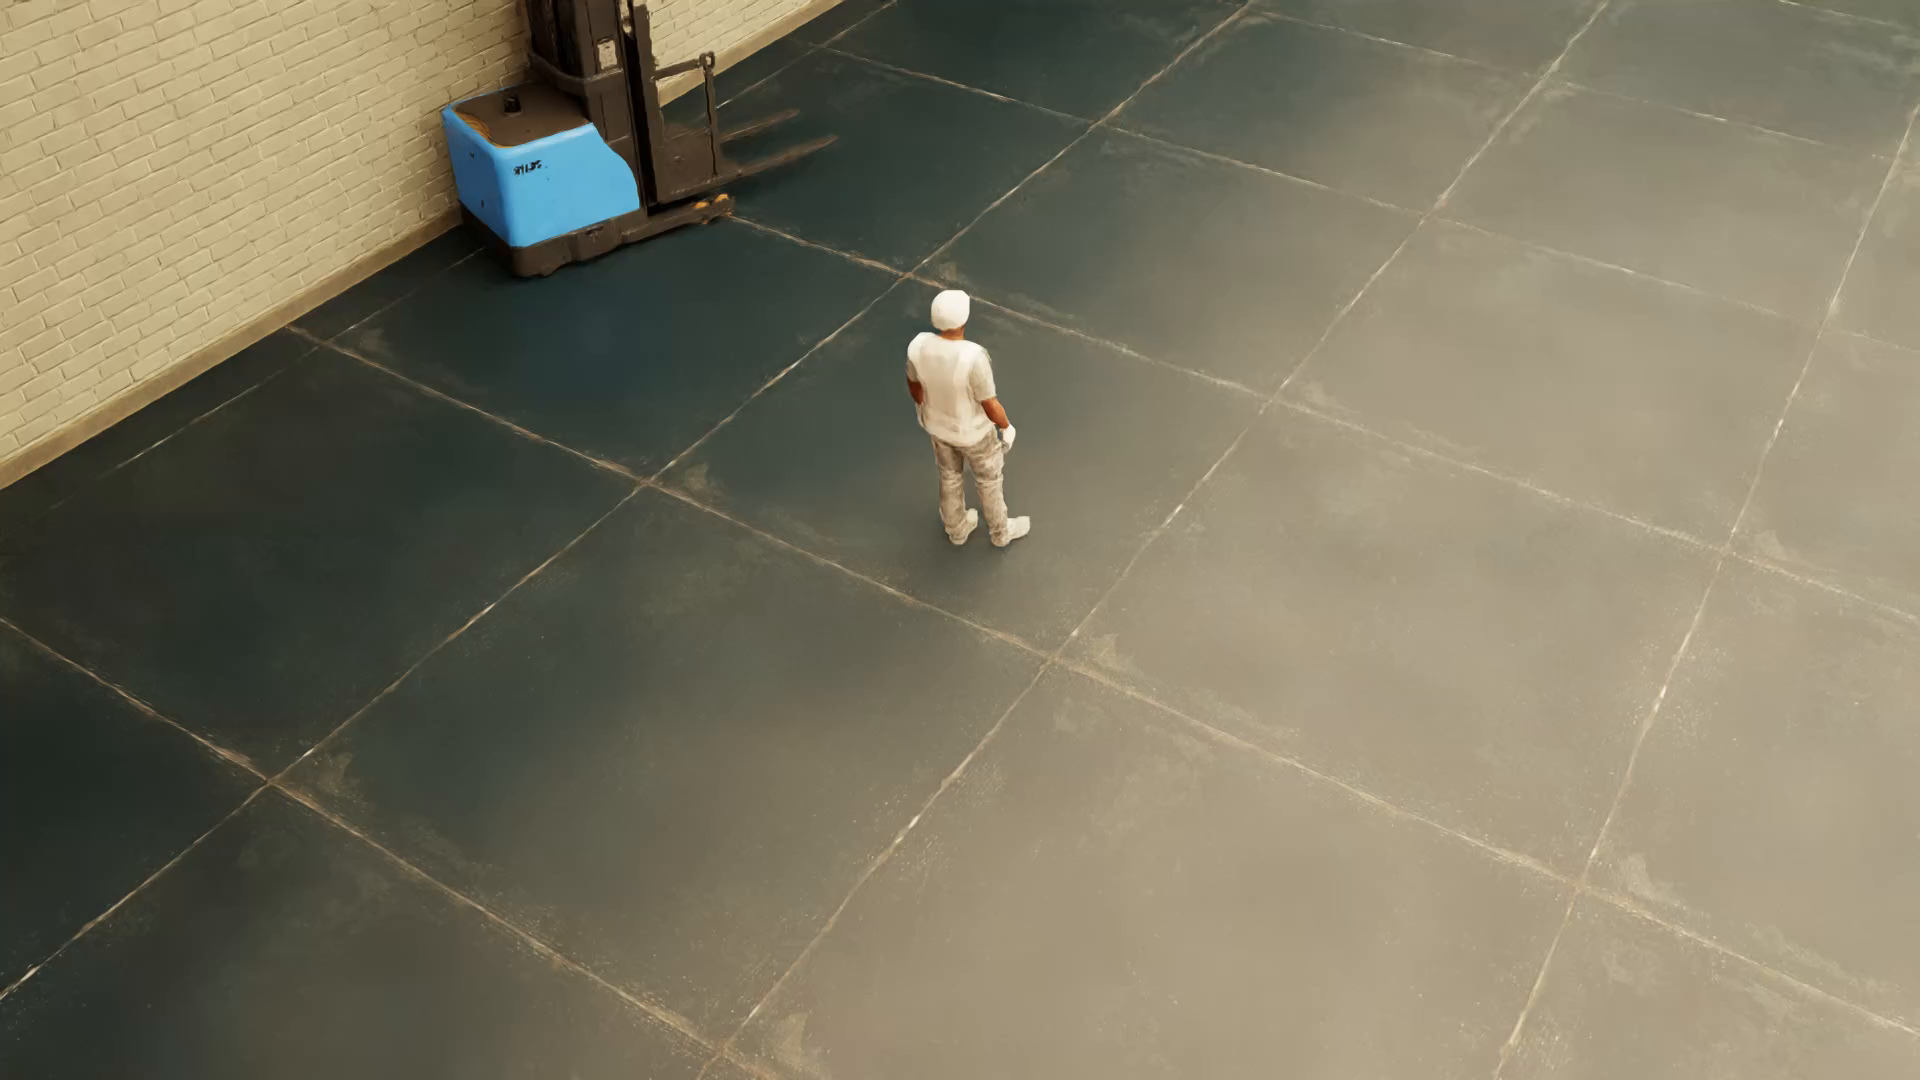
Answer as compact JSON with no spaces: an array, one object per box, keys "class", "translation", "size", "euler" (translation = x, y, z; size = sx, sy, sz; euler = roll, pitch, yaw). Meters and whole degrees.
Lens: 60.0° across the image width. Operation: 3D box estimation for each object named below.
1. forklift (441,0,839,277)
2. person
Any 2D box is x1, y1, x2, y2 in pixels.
[{"class":"forklift","translation":[-2.408,-3.872,12.536],"size":[3.031,2.935,1.130],"euler":[-26,47,-28]},{"class":"person","translation":[0.045,-0.722,9.696],"size":[0.655,1.782,0.576],"euler":[22,45,24]}]
